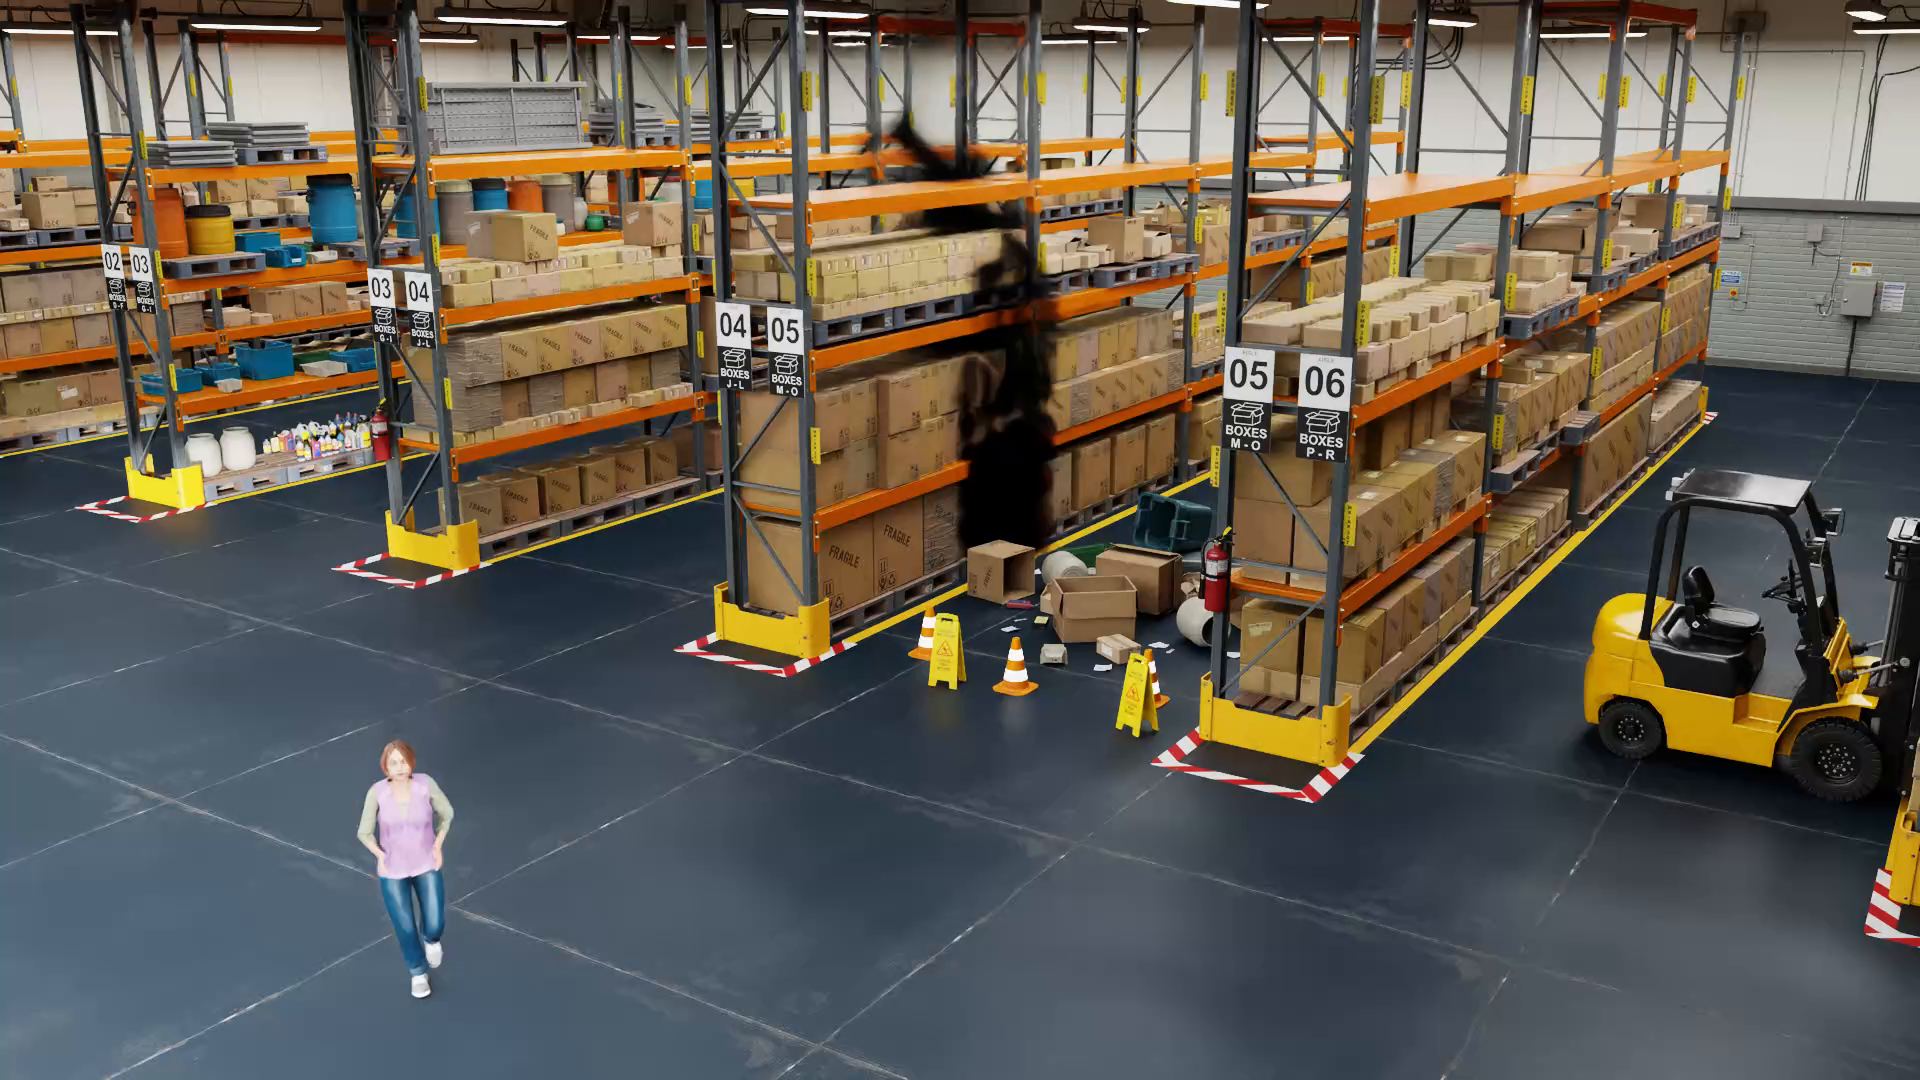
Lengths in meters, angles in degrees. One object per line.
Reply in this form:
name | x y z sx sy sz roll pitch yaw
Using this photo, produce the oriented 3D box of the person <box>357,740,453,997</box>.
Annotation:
person | -3.149 1.890 9.522 0.530 1.553 0.551 -6 16 -19
